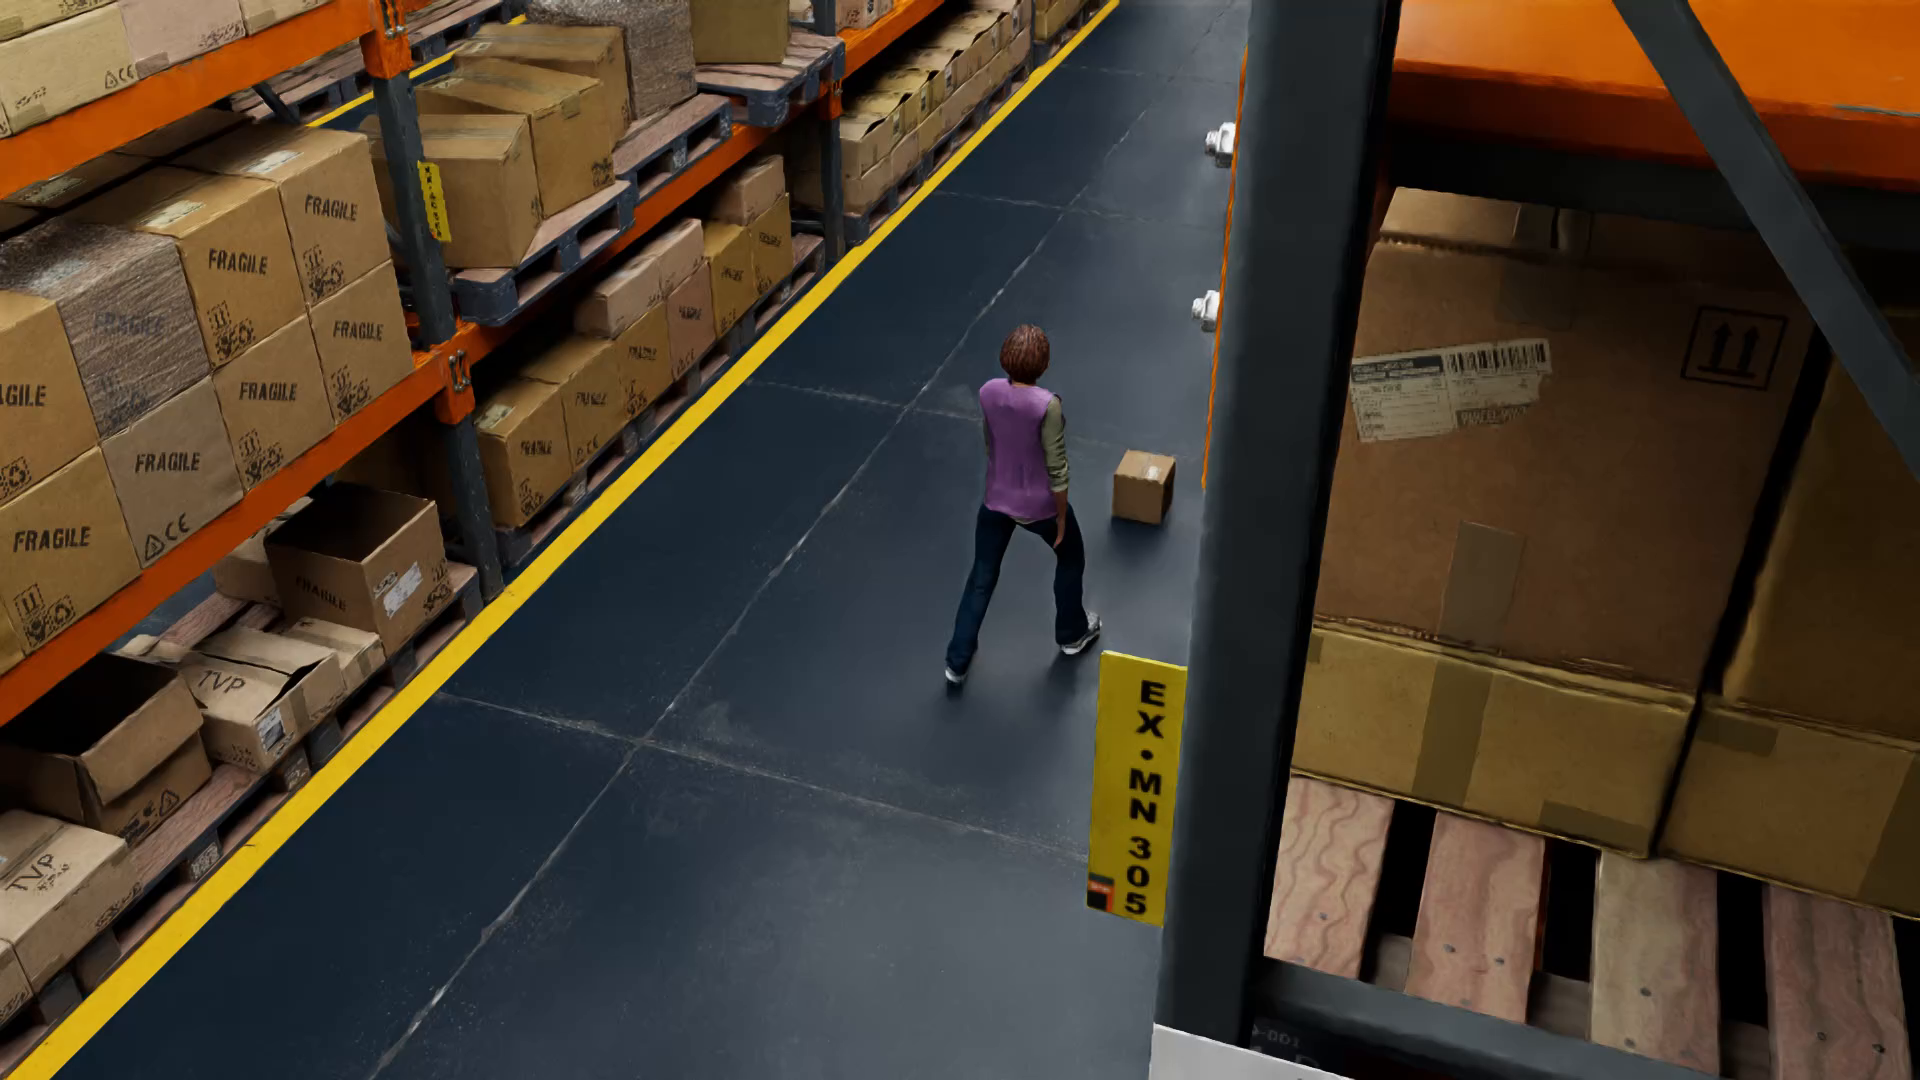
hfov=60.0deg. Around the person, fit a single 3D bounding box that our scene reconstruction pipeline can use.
[{"bbox_3d":[0.260,-0.145,6.882,0.500,1.545,0.733,17,37,24],"label":"person"}]
